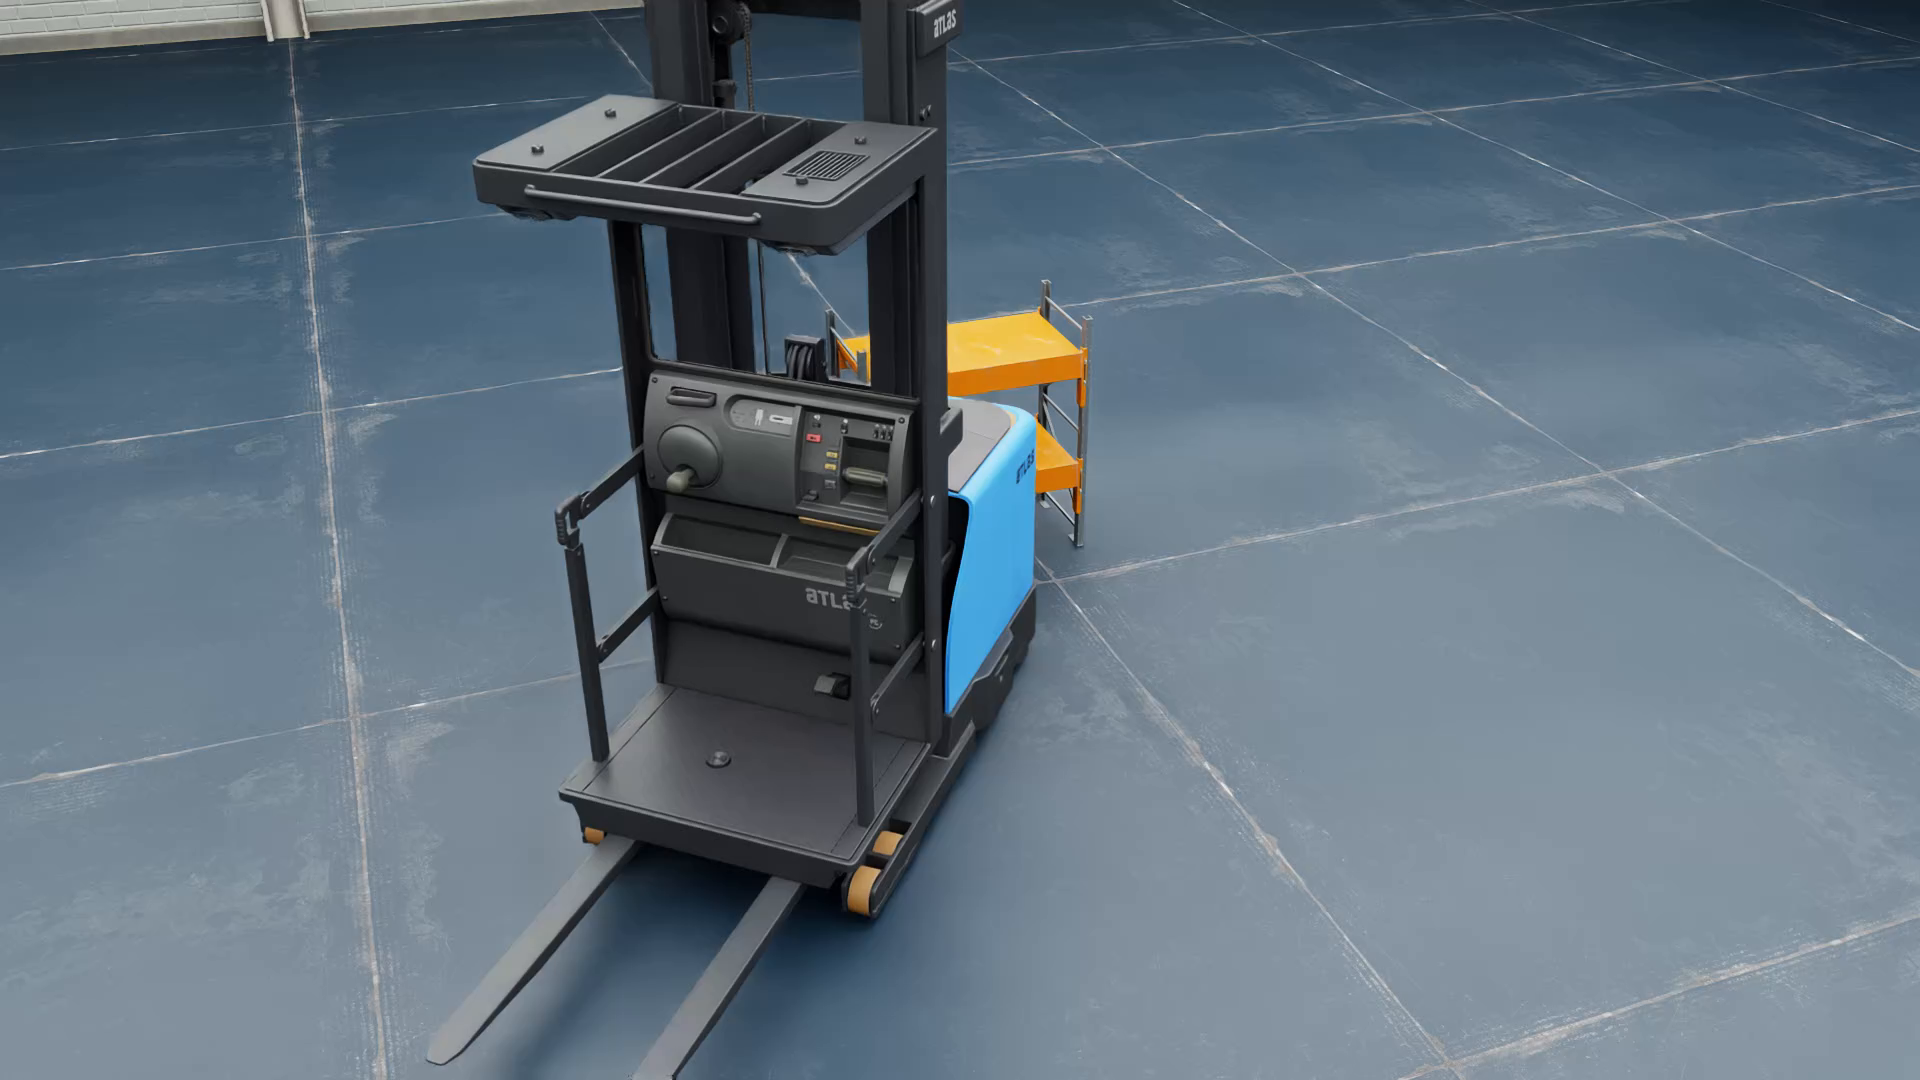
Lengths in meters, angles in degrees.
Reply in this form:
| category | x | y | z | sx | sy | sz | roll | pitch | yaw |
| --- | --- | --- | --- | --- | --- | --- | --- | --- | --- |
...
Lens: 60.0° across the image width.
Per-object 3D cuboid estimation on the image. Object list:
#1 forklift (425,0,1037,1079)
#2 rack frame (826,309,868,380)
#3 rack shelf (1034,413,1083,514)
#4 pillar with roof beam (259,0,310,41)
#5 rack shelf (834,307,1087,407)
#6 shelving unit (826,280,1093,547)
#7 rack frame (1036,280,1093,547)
| category | x | y | z | sx | sy | sz | roll | pitch | yaw |
| --- | --- | --- | --- | --- | --- | --- | --- | --- | --- |
| forklift | -0.677 | -0.251 | 5.231 | 1.130 | 2.935 | 3.031 | 10 | 31 | 18 |
| rack frame | -0.483 | -0.400 | 7.315 | 0.032 | 1.125 | 0.500 | -10 | 31 | -18 |
| rack shelf | -0.006 | -0.275 | 7.591 | 1.000 | 0.278 | 0.538 | -10 | 31 | -18 |
| pillar with roof beam | -5.180 | -6.928 | 10.819 | 0.400 | 9.000 | 9.100 | -10 | 31 | -18 |
| rack shelf | -0.006 | -0.742 | 7.325 | 1.000 | 0.278 | 0.538 | -10 | 31 | -18 |
| shelving unit | -0.006 | -0.488 | 7.469 | 1.048 | 1.125 | 0.538 | -10 | 31 | -18 |
| rack frame | 0.470 | -0.575 | 7.624 | 0.032 | 1.125 | 0.500 | -10 | 31 | -18 |
